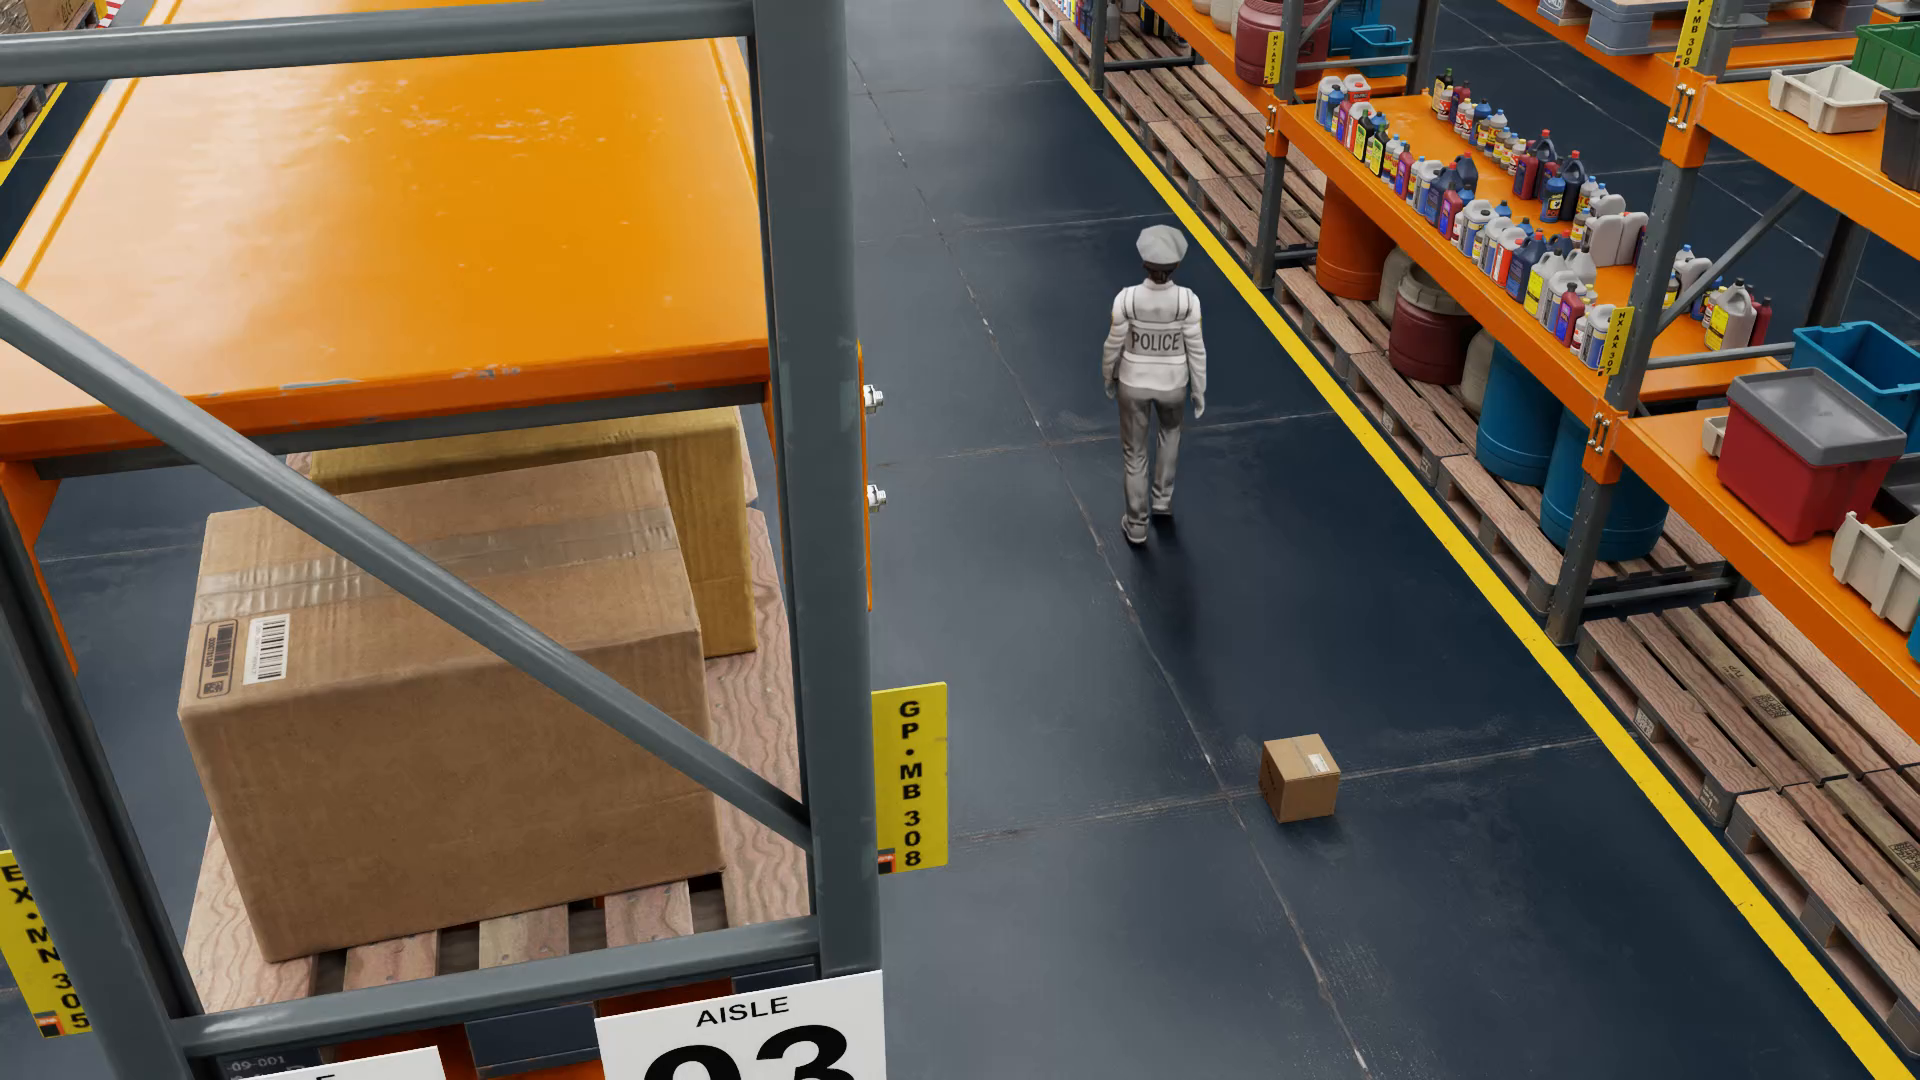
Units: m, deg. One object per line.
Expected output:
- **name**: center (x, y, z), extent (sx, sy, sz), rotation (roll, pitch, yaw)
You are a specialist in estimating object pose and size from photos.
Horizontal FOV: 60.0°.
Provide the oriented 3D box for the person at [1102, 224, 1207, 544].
- **person**: center (0.980, -0.763, 8.453), extent (0.528, 1.739, 0.488), rotation (1, 35, 2)
